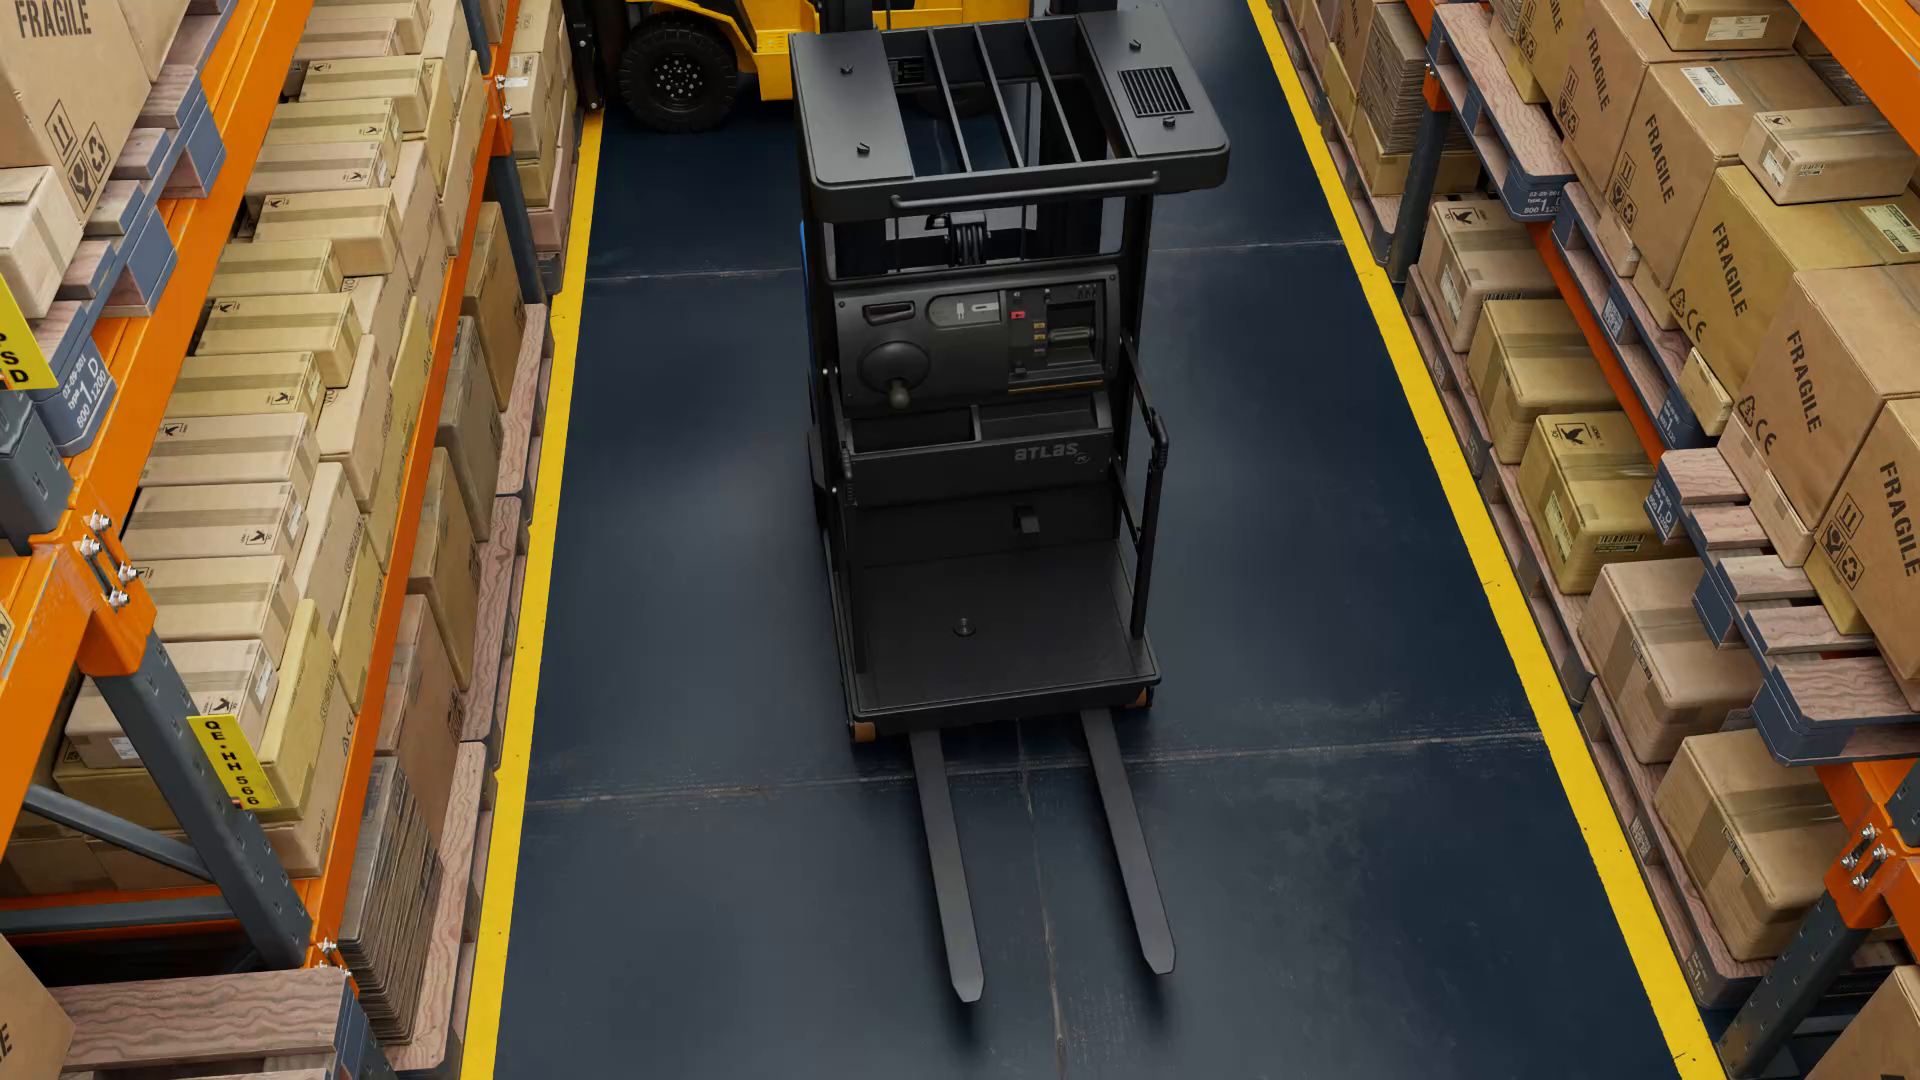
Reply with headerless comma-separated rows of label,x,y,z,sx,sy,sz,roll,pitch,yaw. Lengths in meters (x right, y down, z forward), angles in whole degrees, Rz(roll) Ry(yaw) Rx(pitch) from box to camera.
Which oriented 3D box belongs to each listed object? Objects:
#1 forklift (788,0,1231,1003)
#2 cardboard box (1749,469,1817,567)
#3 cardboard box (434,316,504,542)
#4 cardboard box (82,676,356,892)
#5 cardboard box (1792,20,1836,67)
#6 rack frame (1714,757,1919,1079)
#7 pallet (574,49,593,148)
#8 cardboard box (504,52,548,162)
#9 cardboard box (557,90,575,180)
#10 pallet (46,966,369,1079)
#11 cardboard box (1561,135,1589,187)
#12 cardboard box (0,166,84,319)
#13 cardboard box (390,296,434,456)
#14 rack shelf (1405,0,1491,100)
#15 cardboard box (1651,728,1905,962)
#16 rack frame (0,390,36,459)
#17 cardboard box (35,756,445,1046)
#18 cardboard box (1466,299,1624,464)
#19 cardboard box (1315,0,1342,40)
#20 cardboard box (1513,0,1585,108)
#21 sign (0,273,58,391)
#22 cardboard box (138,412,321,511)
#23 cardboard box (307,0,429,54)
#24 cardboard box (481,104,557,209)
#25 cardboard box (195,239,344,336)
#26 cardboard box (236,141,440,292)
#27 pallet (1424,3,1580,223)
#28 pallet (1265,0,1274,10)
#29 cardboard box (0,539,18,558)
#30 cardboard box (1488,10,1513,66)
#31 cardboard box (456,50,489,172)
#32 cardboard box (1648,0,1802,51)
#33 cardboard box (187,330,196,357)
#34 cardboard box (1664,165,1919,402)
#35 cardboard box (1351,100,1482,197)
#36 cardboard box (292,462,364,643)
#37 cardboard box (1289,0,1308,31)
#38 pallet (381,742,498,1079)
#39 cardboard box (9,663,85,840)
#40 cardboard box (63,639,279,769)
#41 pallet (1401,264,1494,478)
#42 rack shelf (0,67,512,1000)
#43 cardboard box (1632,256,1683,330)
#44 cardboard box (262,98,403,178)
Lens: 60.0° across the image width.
forklift,0.098,-0.559,5.261,1.130,2.935,3.031,-7,47,-6
cardboard box,2.457,-0.074,4.638,0.380,0.149,0.250,-4,47,-4
cardboard box,-2.289,-0.402,6.412,0.875,0.625,0.625,-4,47,-4
cardboard box,-1.860,0.596,4.223,0.500,0.250,0.500,-3,47,-3
cardboard box,2.892,-1.546,5.585,0.500,0.500,0.500,-2,47,-2
rack frame,2.879,0.576,4.138,1.000,3.000,0.127,-3,47,-3
pallet,-2.532,-2.517,8.989,1.003,0.211,1.213,-3,47,-3
cardboard box,-2.129,-1.925,7.423,0.500,0.250,0.500,-4,47,-4
cardboard box,-2.170,-1.949,8.134,0.500,0.250,0.500,-4,47,-4
pallet,-1.940,1.433,3.459,1.213,0.211,1.003,-3,47,-3
cardboard box,2.368,-1.386,5.881,0.380,0.149,0.250,-3,47,-3
cardboard box,-1.793,-0.520,2.913,0.380,0.166,0.250,-4,47,-3
cardboard box,-1.989,-0.515,5.276,0.500,0.250,0.500,-2,47,-2
rack shelf,2.377,-3.517,8.511,1.077,0.370,4.000,-3,47,-3
cardboard box,2.842,0.926,5.328,0.950,0.372,0.625,-6,47,-6
rack frame,-2.067,-1.182,1.672,1.000,3.000,0.127,-3,47,-3
cardboard box,-2.105,1.101,4.988,0.875,0.625,0.625,-2,47,-2
cardboard box,2.654,-0.659,6.829,0.950,0.372,0.625,-1,47,-1
cardboard box,2.139,-2.923,8.541,0.500,0.500,0.500,-1,47,-1
cardboard box,2.340,-1.880,5.901,0.500,0.500,0.500,-3,47,-3
sign,-1.526,-0.360,2.603,0.100,0.325,0.005,-3,47,-3
cardboard box,-1.905,-0.191,4.349,0.380,0.149,0.250,-3,47,-3
cardboard box,-2.112,-1.851,5.922,0.380,0.149,0.250,-4,47,-4
cardboard box,-2.135,-1.753,7.604,0.500,0.250,0.500,-4,47,-3
cardboard box,-2.037,-0.741,4.870,0.380,0.149,0.250,-3,47,-3
cardboard box,-2.019,-1.052,5.439,0.500,0.250,0.500,-3,47,-3
pallet,2.463,-1.690,6.417,1.003,0.211,1.213,-3,47,-3
pallet,2.249,-3.608,10.022,1.003,0.211,1.213,-3,47,-3
cardboard box,-2.390,0.027,4.143,0.380,0.149,0.250,-4,47,-3
cardboard box,2.276,-1.957,6.421,0.380,0.149,0.250,-3,47,-3
cardboard box,-2.099,-1.613,6.315,0.500,0.250,0.500,-3,47,-2
cardboard box,2.425,-1.680,5.266,0.380,0.149,0.250,-1,47,-1
cardboard box,-2.500,-0.645,5.054,0.500,0.250,0.500,-4,47,-4
cardboard box,2.466,-0.755,4.836,0.500,0.500,0.500,-6,47,-6
cardboard box,2.227,-1.928,8.115,0.500,0.250,0.500,-2,47,-1
cardboard box,-1.901,0.062,4.384,0.500,0.250,0.500,-2,47,-2
cardboard box,2.095,-3.046,9.174,0.500,0.250,0.500,-1,47,-1
pallet,-2.097,1.242,5.429,1.003,0.211,1.213,-3,47,-3
cardboard box,-2.381,0.452,4.015,0.500,0.250,0.500,-3,47,-2
cardboard box,-1.800,0.375,3.814,0.380,0.149,0.250,-2,47,-2
pallet,2.611,-0.796,7.358,1.003,0.211,1.213,-3,47,-3
rack shelf,-2.234,-0.319,5.482,1.077,0.370,4.000,-3,47,-3
cardboard box,2.409,-0.821,5.345,0.380,0.149,0.250,-5,47,-5
cardboard box,-2.031,-1.296,5.396,0.380,0.149,0.250,-4,47,-4
